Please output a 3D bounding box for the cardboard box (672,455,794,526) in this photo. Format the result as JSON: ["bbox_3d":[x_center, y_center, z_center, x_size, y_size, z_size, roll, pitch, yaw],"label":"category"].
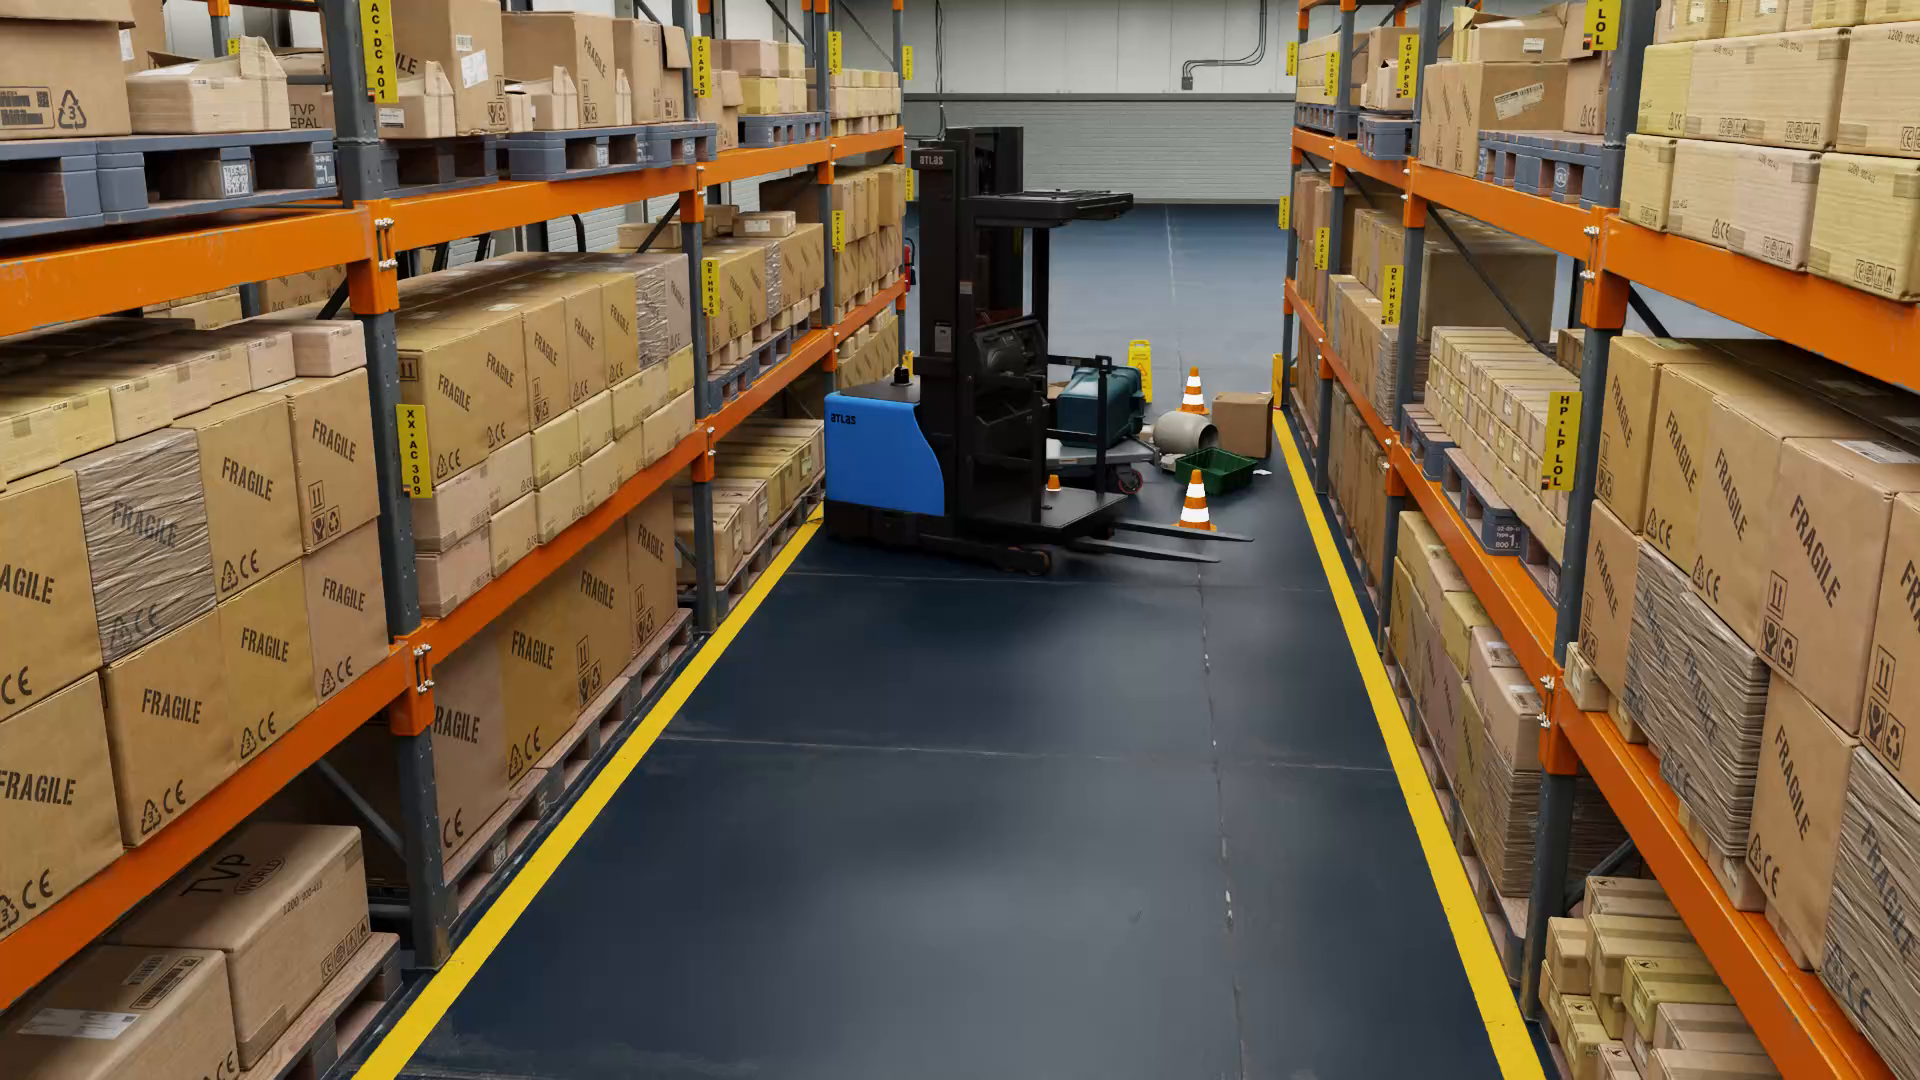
[{"bbox_3d":[-1.742,-0.371,12.015,0.950,0.372,0.625,2,15,8],"label":"cardboard box"}]

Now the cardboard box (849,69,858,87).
[{"bbox_3d":[-1.075,-3.927,14.145,0.380,0.149,0.250,2,15,6],"label":"cardboard box"}]

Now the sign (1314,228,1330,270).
[{"bbox_3d":[2.848,-2.292,13.081,0.100,0.325,0.005,2,15,6],"label":"sign"}]

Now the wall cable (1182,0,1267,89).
[{"bbox_3d":[7.477,-15.728,46.572,2.305,6.003,0.169,2,15,6],"label":"wall cable"}]

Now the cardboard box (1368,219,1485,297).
[{"bbox_3d":[3.236,-1.957,11.547,0.700,0.500,0.500,2,15,7],"label":"cardboard box"}]

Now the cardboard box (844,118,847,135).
[{"bbox_3d":[-1.181,-3.537,14.232,0.380,0.149,0.250,2,15,8],"label":"cardboard box"}]

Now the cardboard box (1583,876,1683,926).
[{"bbox_3d":[2.252,1.225,5.404,0.380,0.149,0.250,2,15,9],"label":"cardboard box"}]

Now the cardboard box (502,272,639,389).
[{"bbox_3d":[-1.893,-1.029,8.114,0.500,0.500,0.500,2,15,6],"label":"cardboard box"}]

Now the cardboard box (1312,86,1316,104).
[{"bbox_3d":[3.294,-3.897,14.567,0.380,0.149,0.250,2,15,6],"label":"cardboard box"}]

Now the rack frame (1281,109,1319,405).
[{"bbox_3d":[3.851,-2.857,16.982,1.000,3.000,0.127,2,15,6],"label":"rack frame"}]

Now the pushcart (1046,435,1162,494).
[{"bbox_3d":[0.741,-0.619,13.730,1.648,0.377,0.936,-4,16,-13],"label":"pushcart"}]

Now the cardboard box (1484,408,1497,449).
[{"bbox_3d":[2.524,-0.484,7.311,0.380,0.149,0.250,2,15,8],"label":"cardboard box"}]

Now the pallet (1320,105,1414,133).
[{"bbox_3d":[3.502,-3.437,13.549,1.003,0.211,1.213,2,15,6],"label":"pallet"}]

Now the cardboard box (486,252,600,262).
[{"bbox_3d":[-2.280,-1.312,9.161,0.500,0.500,0.500,1,15,4],"label":"cardboard box"}]

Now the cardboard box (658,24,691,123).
[{"bbox_3d":[-1.874,-2.500,8.913,0.797,0.503,0.637,1,15,3],"label":"cardboard box"}]

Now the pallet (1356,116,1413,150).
[{"bbox_3d":[3.091,-2.598,10.638,1.003,0.211,1.213,2,15,9],"label":"pallet"}]

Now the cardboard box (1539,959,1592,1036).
[{"bbox_3d":[2.136,1.514,5.475,0.380,0.149,0.250,1,15,4],"label":"cardboard box"}]

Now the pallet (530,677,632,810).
[{"bbox_3d":[-2.286,0.962,8.200,1.003,0.211,1.213,2,15,6],"label":"pallet"}]

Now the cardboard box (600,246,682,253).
[{"bbox_3d":[-2.104,-1.688,11.092,0.500,0.500,0.500,1,15,2],"label":"cardboard box"}]

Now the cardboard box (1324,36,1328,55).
[{"bbox_3d":[3.210,-4.082,13.723,0.380,0.149,0.250,2,15,7],"label":"cardboard box"}]

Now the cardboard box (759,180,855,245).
[{"bbox_3d":[-1.265,-2.722,13.804,0.700,0.500,0.500,2,15,6],"label":"cardboard box"}]

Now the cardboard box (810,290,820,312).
[{"bbox_3d":[-1.314,-1.879,13.042,0.380,0.149,0.250,2,15,7],"label":"cardboard box"}]

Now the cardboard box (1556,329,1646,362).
[{"bbox_3d":[3.348,-1.010,8.689,0.380,0.149,0.250,1,15,4],"label":"cardboard box"}]

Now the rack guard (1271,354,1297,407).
[{"bbox_3d":[3.853,-1.657,17.331,1.175,0.500,0.348,2,15,6],"label":"rack guard"}]

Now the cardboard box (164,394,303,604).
[{"bbox_3d":[-2.277,-0.134,4.802,0.500,0.500,0.500,1,15,5],"label":"cardboard box"}]

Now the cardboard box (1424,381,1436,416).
[{"bbox_3d":[2.697,-0.754,8.879,0.380,0.149,0.250,1,15,5],"label":"cardboard box"}]

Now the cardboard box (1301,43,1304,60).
[{"bbox_3d":[3.468,-4.678,15.926,0.380,0.149,0.250,2,15,7],"label":"cardboard box"}]

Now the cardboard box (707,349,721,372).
[{"bbox_3d":[-1.695,-1.135,10.288,0.380,0.149,0.250,1,15,3],"label":"cardboard box"}]

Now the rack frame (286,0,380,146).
[{"bbox_3d":[-2.433,-2.760,5.131,1.000,3.000,0.127,2,15,6],"label":"rack frame"}]

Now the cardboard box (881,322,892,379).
[{"bbox_3d":[-0.966,-1.863,16.333,0.500,0.500,0.500,2,15,8],"label":"cardboard box"}]

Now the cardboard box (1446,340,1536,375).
[{"bbox_3d":[2.644,-0.904,8.294,0.380,0.149,0.250,2,15,6],"label":"cardboard box"}]

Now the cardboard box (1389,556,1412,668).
[{"bbox_3d":[2.615,0.398,8.929,0.500,0.500,0.500,1,15,4],"label":"cardboard box"}]

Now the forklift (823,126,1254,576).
[{"bbox_3d":[0.535,-1.332,11.473,3.031,2.935,1.130,9,17,29],"label":"forklift"}]

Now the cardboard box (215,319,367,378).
[{"bbox_3d":[-2.152,-0.619,5.356,0.380,0.149,0.250,1,15,5],"label":"cardboard box"}]

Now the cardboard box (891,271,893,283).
[{"bbox_3d":[-0.877,-2.617,16.576,0.380,0.149,0.250,1,15,5],"label":"cardboard box"}]

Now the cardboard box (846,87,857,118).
[{"bbox_3d":[-1.160,-3.699,14.065,0.500,0.250,0.500,2,15,6],"label":"cardboard box"}]

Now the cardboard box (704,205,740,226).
[{"bbox_3d":[-1.935,-2.535,12.984,0.380,0.149,0.250,2,15,6],"label":"cardboard box"}]

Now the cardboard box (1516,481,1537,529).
[{"bbox_3d":[2.432,-0.132,6.581,0.380,0.149,0.250,1,15,3],"label":"cardboard box"}]

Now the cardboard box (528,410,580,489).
[{"bbox_3d":[-1.989,-0.405,7.244,0.500,0.250,0.500,2,15,7],"label":"cardboard box"}]

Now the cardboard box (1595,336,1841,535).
[{"bbox_3d":[2.204,-0.310,4.883,0.500,0.500,0.500,2,15,8],"label":"cardboard box"}]

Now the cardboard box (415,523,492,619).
[{"bbox_3d":[-2.121,0.102,6.327,0.500,0.250,0.500,1,15,5],"label":"cardboard box"}]

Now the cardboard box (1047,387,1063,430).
[{"bbox_3d":[1.141,-1.064,14.874,0.797,0.637,0.503,2,15,6],"label":"cardboard box"}]

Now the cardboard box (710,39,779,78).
[{"bbox_3d":[-1.563,-3.340,11.545,0.500,0.250,0.500,2,15,7],"label":"cardboard box"}]

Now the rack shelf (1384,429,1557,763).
[{"bbox_3d":[2.722,0.084,7.484,1.077,0.370,4.000,2,15,6],"label":"rack shelf"}]

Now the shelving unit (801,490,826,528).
[{"bbox_3d":[-0.832,-0.296,12.826,0.258,0.210,0.900,11,18,35],"label":"shelving unit"}]

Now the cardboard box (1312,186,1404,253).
[{"bbox_3d":[3.422,-2.654,13.875,0.875,0.550,0.550,2,15,6],"label":"cardboard box"}]

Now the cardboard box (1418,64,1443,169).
[{"bbox_3d":[2.619,-2.138,8.385,0.500,0.500,0.500,2,15,6],"label":"cardboard box"}]

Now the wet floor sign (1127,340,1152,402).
[{"bbox_3d":[1.887,-1.787,17.533,0.267,0.644,0.232,-1,15,-3],"label":"wet floor sign"}]

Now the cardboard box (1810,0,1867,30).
[{"bbox_3d":[2.027,-1.146,3.475,0.380,0.149,0.250,2,15,9],"label":"cardboard box"}]

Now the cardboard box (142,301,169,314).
[{"bbox_3d":[-6.379,-1.853,12.596,0.500,0.250,0.500,2,15,7],"label":"cardboard box"}]

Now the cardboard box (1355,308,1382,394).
[{"bbox_3d":[2.846,-1.214,10.715,0.500,0.500,0.500,1,15,5],"label":"cardboard box"}]

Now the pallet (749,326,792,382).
[{"bbox_3d":[-1.799,-1.324,11.679,1.003,0.211,1.213,2,15,6],"label":"pallet"}]

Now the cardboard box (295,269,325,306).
[{"bbox_3d":[-6.111,-2.376,15.010,0.500,0.500,0.500,2,15,7],"label":"cardboard box"}]

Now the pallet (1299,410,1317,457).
[{"bbox_3d":[3.698,-0.986,15.404,1.003,0.211,1.213,2,15,6],"label":"pallet"}]

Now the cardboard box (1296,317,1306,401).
[{"bbox_3d":[3.840,-1.856,16.547,0.875,0.875,0.875,2,15,7],"label":"cardboard box"}]

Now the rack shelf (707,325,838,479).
[{"bbox_3d":[-1.756,-1.073,11.763,1.077,0.370,4.000,2,15,6],"label":"rack shelf"}]

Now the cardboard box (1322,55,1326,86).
[{"bbox_3d":[3.257,-3.856,13.652,0.500,0.250,0.500,2,15,6],"label":"cardboard box"}]

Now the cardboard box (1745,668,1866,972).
[{"bbox_3d":[2.018,0.582,3.501,0.500,0.500,0.500,2,15,9],"label":"cardboard box"}]
